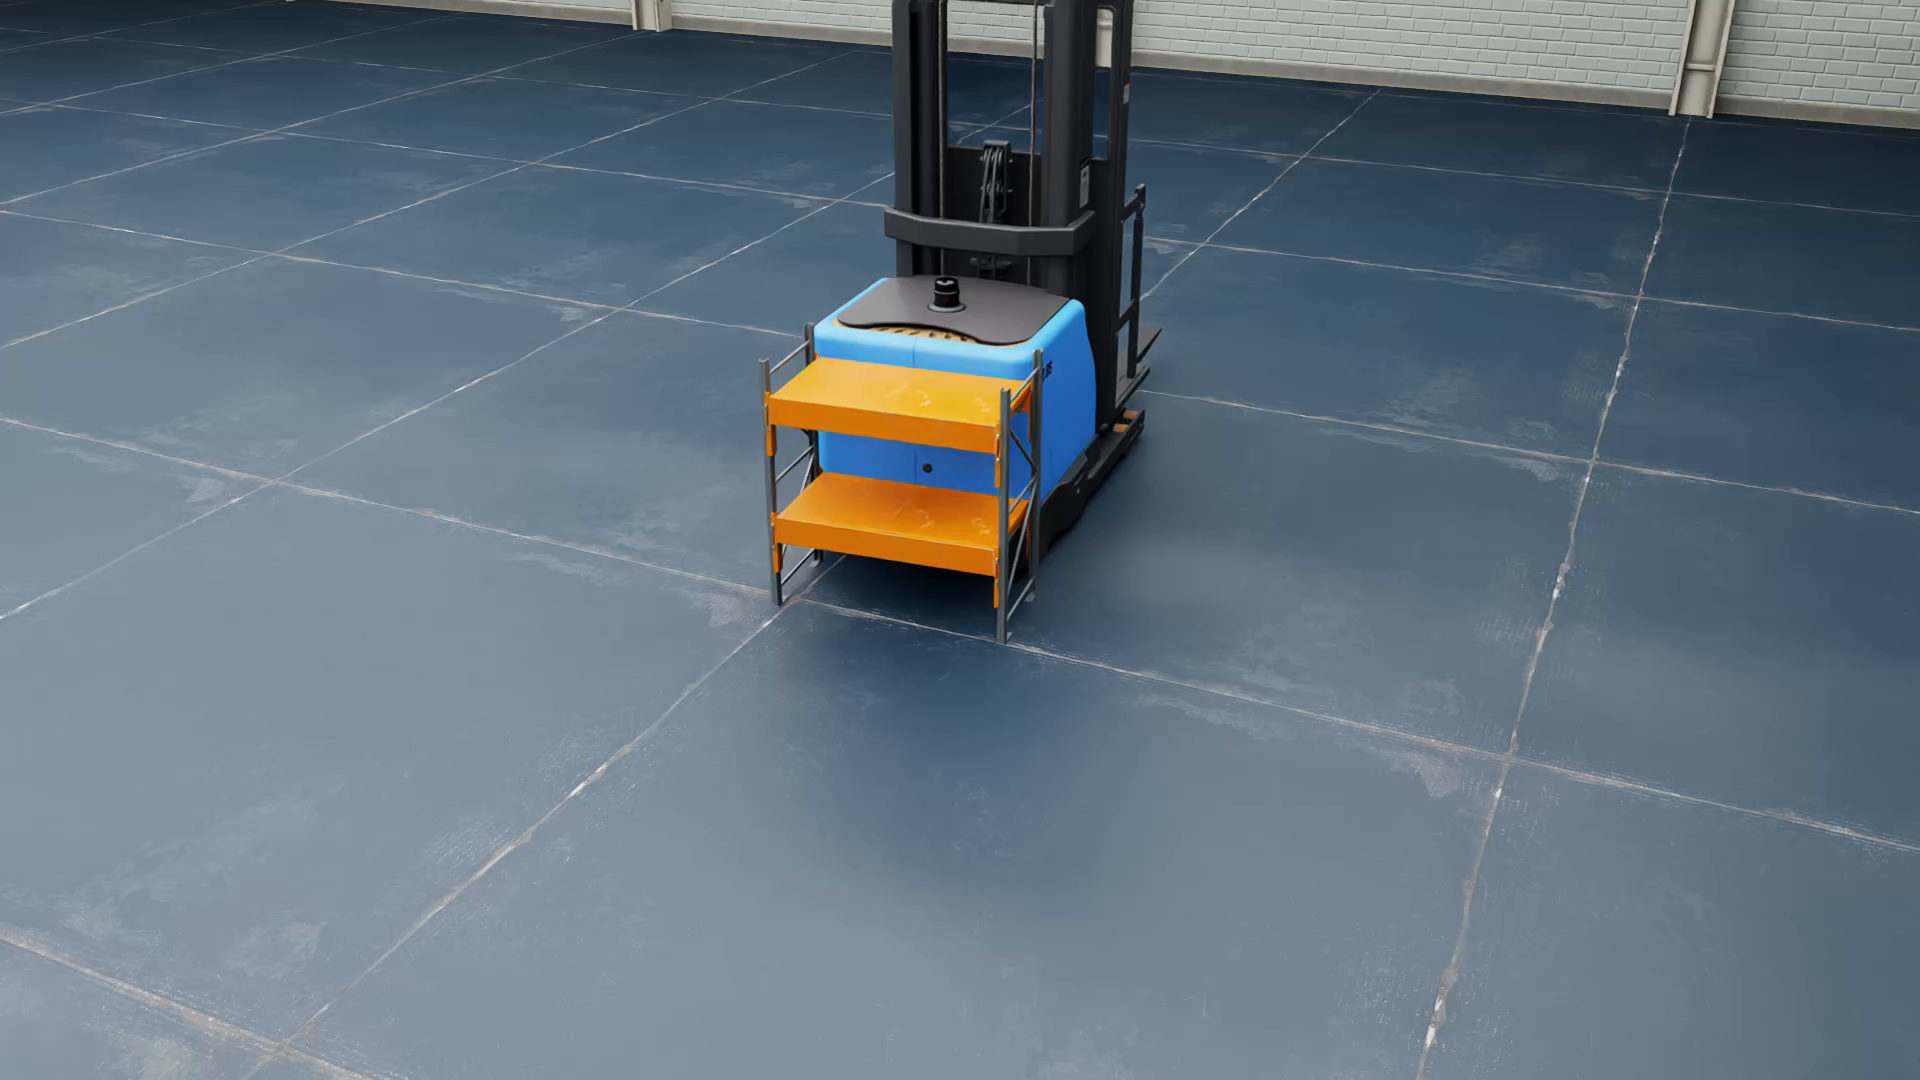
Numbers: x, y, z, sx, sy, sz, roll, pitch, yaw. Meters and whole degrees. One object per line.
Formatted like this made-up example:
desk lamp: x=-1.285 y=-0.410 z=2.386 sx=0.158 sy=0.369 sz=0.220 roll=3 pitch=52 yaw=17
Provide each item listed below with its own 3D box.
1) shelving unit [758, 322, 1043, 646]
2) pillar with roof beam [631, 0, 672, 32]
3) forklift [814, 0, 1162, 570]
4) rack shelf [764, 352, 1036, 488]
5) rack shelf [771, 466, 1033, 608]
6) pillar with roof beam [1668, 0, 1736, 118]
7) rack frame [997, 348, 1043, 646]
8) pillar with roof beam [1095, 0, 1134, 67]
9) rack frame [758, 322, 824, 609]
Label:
shelving unit: x=-0.234 y=-0.244 z=6.972 sx=1.048 sy=1.125 sz=0.538 roll=9 pitch=28 yaw=17
pillar with roof beam: x=-5.588 y=-8.652 z=15.135 sx=0.400 sy=9.000 sz=9.100 roll=11 pitch=28 yaw=22
forklift: x=0.337 y=-1.812 z=8.111 sx=1.130 sy=2.935 sz=3.031 roll=9 pitch=28 yaw=19
rack shelf: x=-0.234 y=-0.507 z=6.843 sx=1.000 sy=0.278 sz=0.538 roll=9 pitch=28 yaw=17
rack shelf: x=-0.234 y=-0.025 z=7.081 sx=1.000 sy=0.278 sz=0.538 roll=9 pitch=28 yaw=17
pillar with roof beam: x=5.335 y=-6.457 z=10.678 sx=0.400 sy=9.000 sz=9.100 roll=11 pitch=28 yaw=22
rack frame: x=0.247 y=-0.172 z=6.826 sx=0.032 sy=1.125 sz=0.500 roll=9 pitch=28 yaw=17
pillar with roof beam: x=-0.126 y=-7.555 z=12.906 sx=0.400 sy=9.000 sz=9.100 roll=11 pitch=28 yaw=22
rack frame: x=-0.716 y=-0.316 z=7.119 sx=0.032 sy=1.125 sz=0.500 roll=9 pitch=28 yaw=17
